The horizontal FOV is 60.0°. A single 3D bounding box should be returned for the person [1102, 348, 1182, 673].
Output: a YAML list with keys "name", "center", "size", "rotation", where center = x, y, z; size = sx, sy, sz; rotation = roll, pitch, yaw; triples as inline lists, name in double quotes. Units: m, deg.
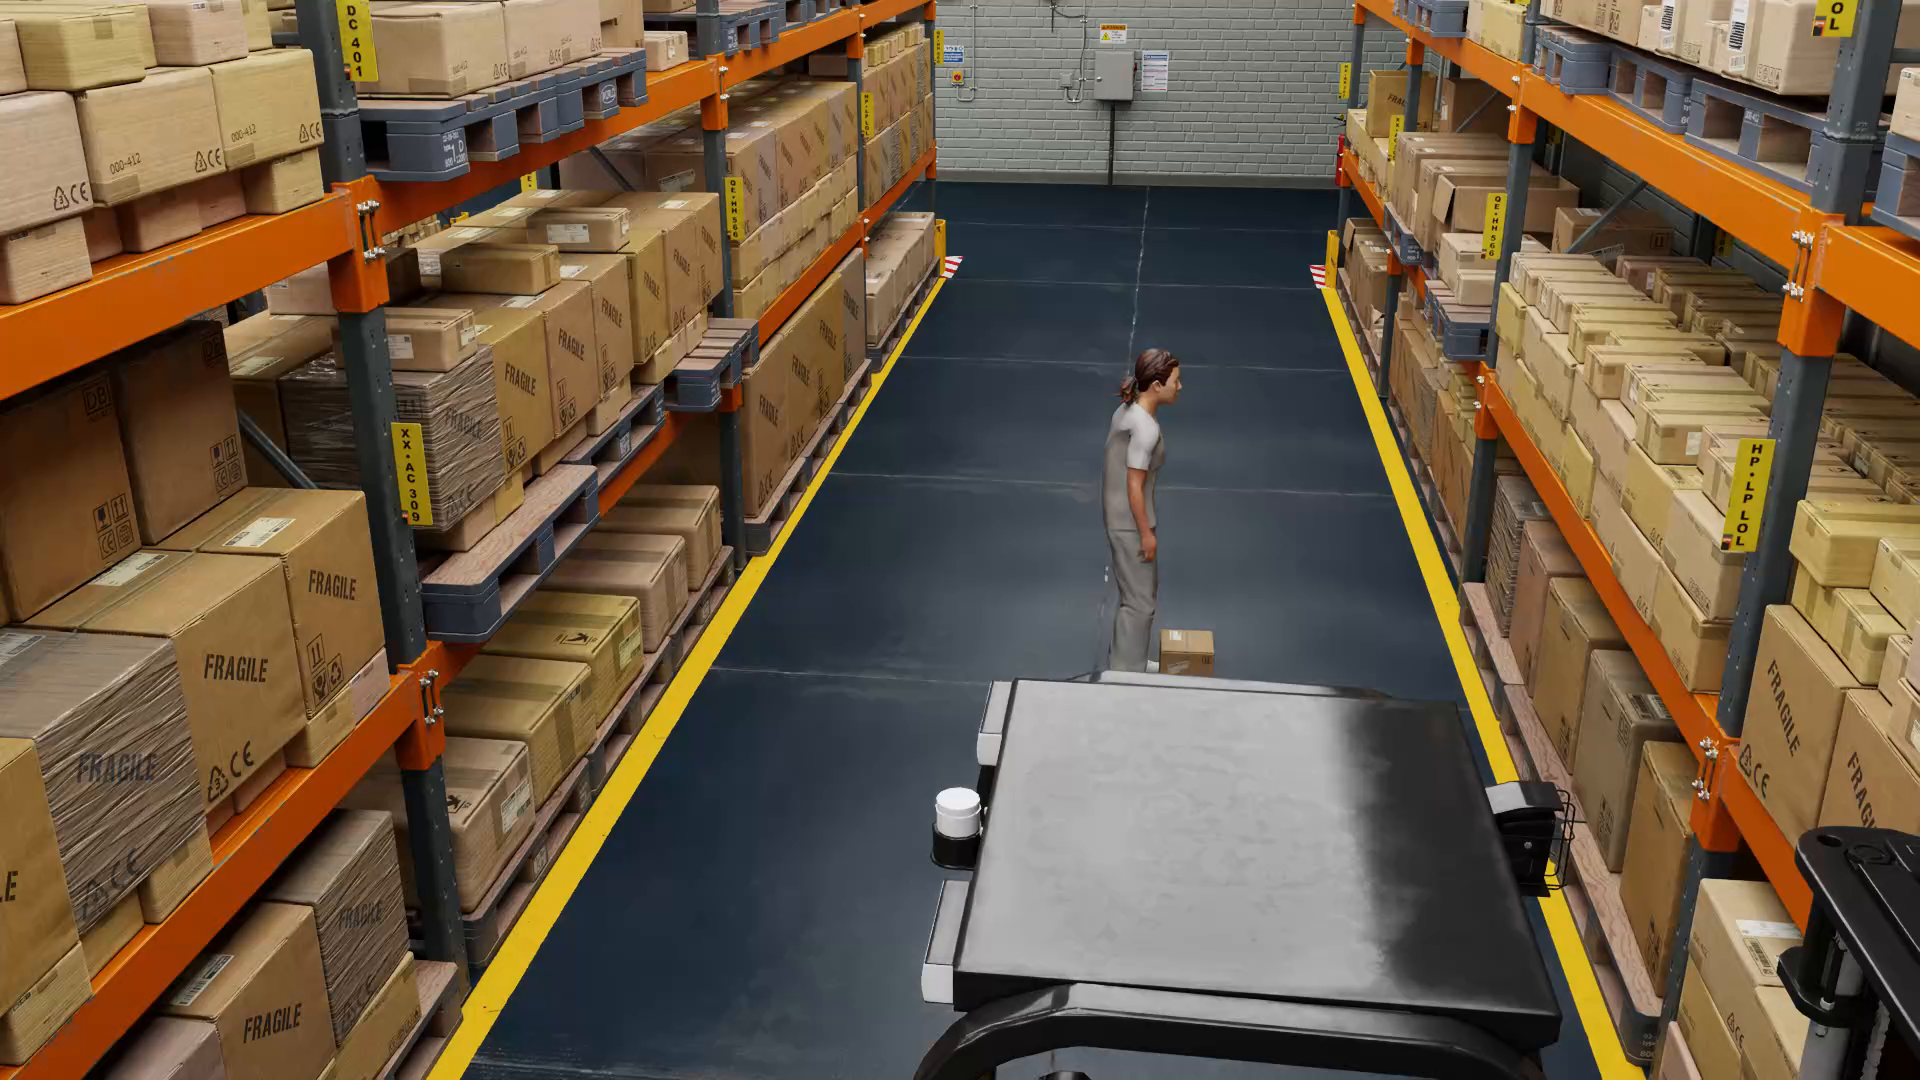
- name: "person"
  center: [0.841, 0.037, 7.815]
  size: [0.365, 1.437, 0.513]
  rotation: [1, 21, 3]
